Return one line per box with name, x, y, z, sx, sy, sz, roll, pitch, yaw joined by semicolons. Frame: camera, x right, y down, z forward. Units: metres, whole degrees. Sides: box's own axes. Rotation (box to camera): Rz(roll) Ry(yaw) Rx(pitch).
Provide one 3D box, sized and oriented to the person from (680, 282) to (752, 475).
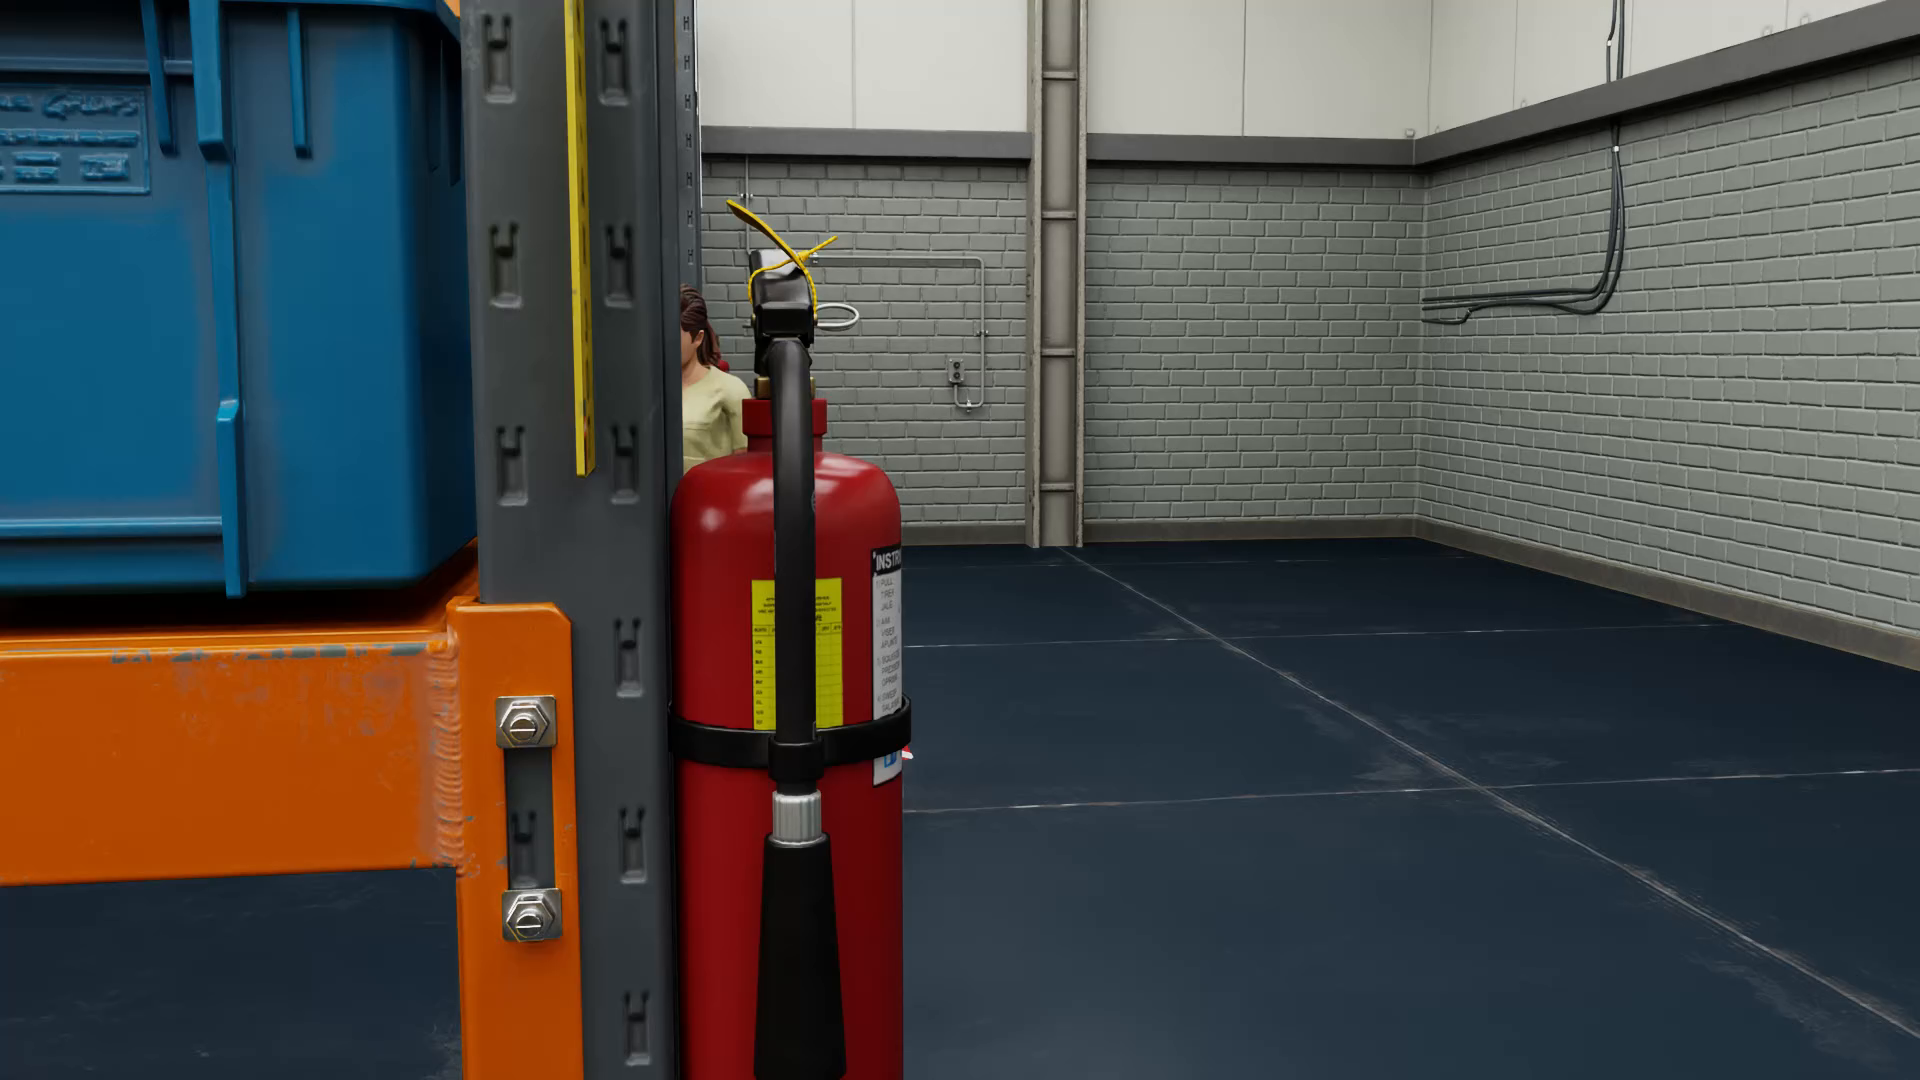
person;-0.866;0.093;5.038;0.557;1.730;0.392;2;7;16
